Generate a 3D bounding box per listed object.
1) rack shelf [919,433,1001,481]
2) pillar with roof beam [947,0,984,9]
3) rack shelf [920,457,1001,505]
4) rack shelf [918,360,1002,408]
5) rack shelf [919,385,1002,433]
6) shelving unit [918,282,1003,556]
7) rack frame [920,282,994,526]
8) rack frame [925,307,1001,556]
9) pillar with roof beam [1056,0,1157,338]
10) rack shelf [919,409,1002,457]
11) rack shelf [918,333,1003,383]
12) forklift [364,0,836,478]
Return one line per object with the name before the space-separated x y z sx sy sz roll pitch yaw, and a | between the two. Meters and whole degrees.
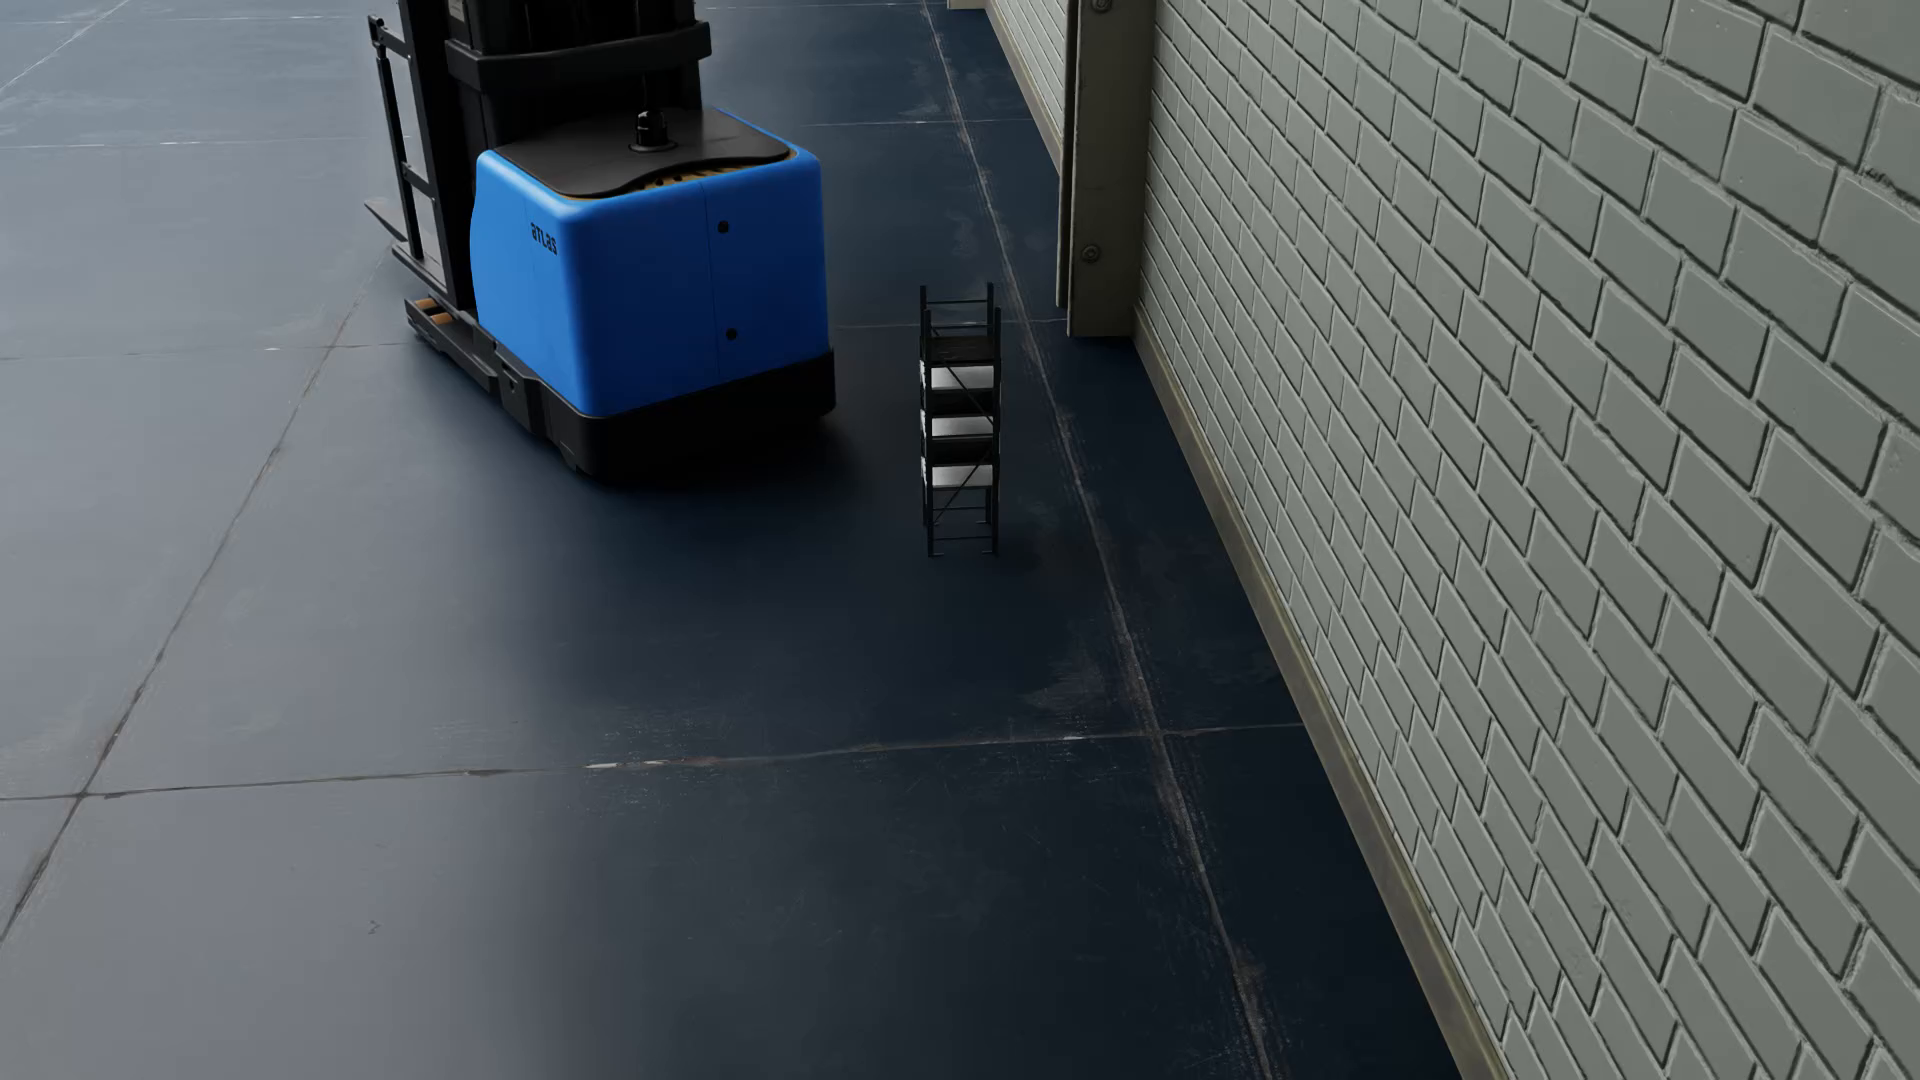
rack shelf | -0.001 -0.285 5.589 0.258 0.077 0.200 -3 31 -5
pillar with roof beam | -4.239 -7.709 9.880 9.100 9.000 0.400 -3 31 -5
rack shelf | -0.001 -0.207 5.636 0.258 0.077 0.200 -3 31 -5
rack shelf | -0.001 -0.516 5.451 0.258 0.077 0.200 -3 31 -5
rack shelf | -0.001 -0.439 5.497 0.258 0.077 0.200 -3 31 -5
shelving unit | -0.001 -0.390 5.526 0.258 0.900 0.210 -3 31 -5
rack frame | -0.010 -0.442 5.613 0.240 0.900 0.006 -3 31 -5
rack frame | 0.009 -0.339 5.439 0.240 0.900 0.006 -3 31 -5
pillar with roof beam | -3.679 -4.645 4.752 9.100 9.000 0.400 -3 31 -5
rack shelf | -0.001 -0.362 5.543 0.258 0.077 0.200 -3 31 -5
rack shelf | -0.001 -0.594 5.405 0.258 0.077 0.200 -3 31 -5
forklift | -1.746 -2.188 6.554 1.130 2.935 3.031 -20 36 -30
